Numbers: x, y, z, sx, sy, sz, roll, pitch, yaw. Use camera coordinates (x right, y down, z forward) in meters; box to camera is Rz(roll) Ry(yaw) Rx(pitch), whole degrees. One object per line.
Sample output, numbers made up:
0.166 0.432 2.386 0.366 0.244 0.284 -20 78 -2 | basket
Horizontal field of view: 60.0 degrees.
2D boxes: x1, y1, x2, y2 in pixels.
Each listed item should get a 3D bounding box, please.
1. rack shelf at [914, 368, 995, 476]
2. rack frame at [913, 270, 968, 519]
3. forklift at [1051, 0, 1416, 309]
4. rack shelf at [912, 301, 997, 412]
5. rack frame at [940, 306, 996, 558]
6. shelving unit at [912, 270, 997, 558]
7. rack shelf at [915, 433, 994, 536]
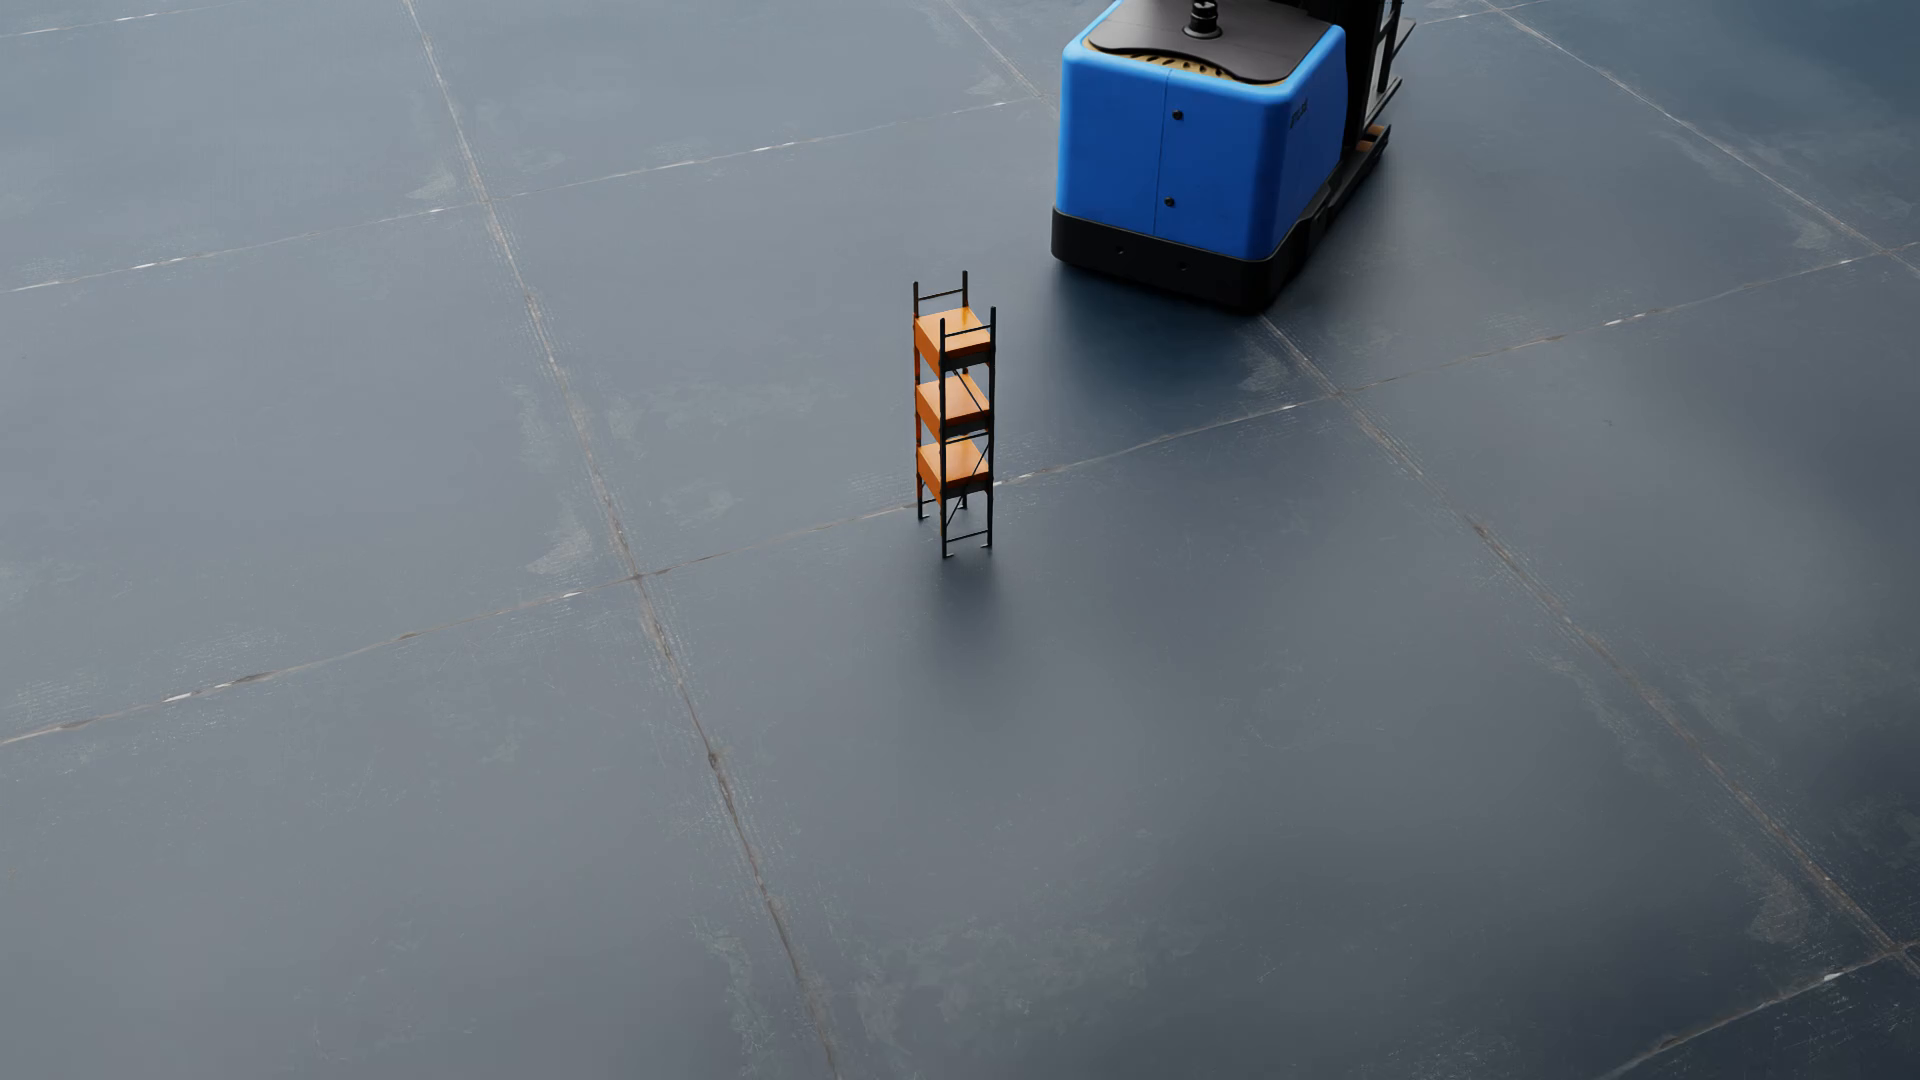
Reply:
-0.020 -0.422 5.952 0.215 0.259 0.240 -15 43 -17 | rack shelf
-0.067 -0.504 6.031 0.200 1.050 0.008 -15 43 -17 | rack frame
1.548 -3.083 7.587 1.130 2.935 3.031 19 44 20 | forklift
-0.020 -0.637 5.767 0.215 0.259 0.240 -15 43 -17 | rack shelf
0.026 -0.357 5.860 0.200 1.050 0.008 -15 43 -17 | rack frame
-0.020 -0.430 5.945 0.215 1.050 0.252 -15 43 -17 | shelving unit
-0.020 -0.212 6.133 0.215 0.259 0.240 -15 43 -17 | rack shelf
